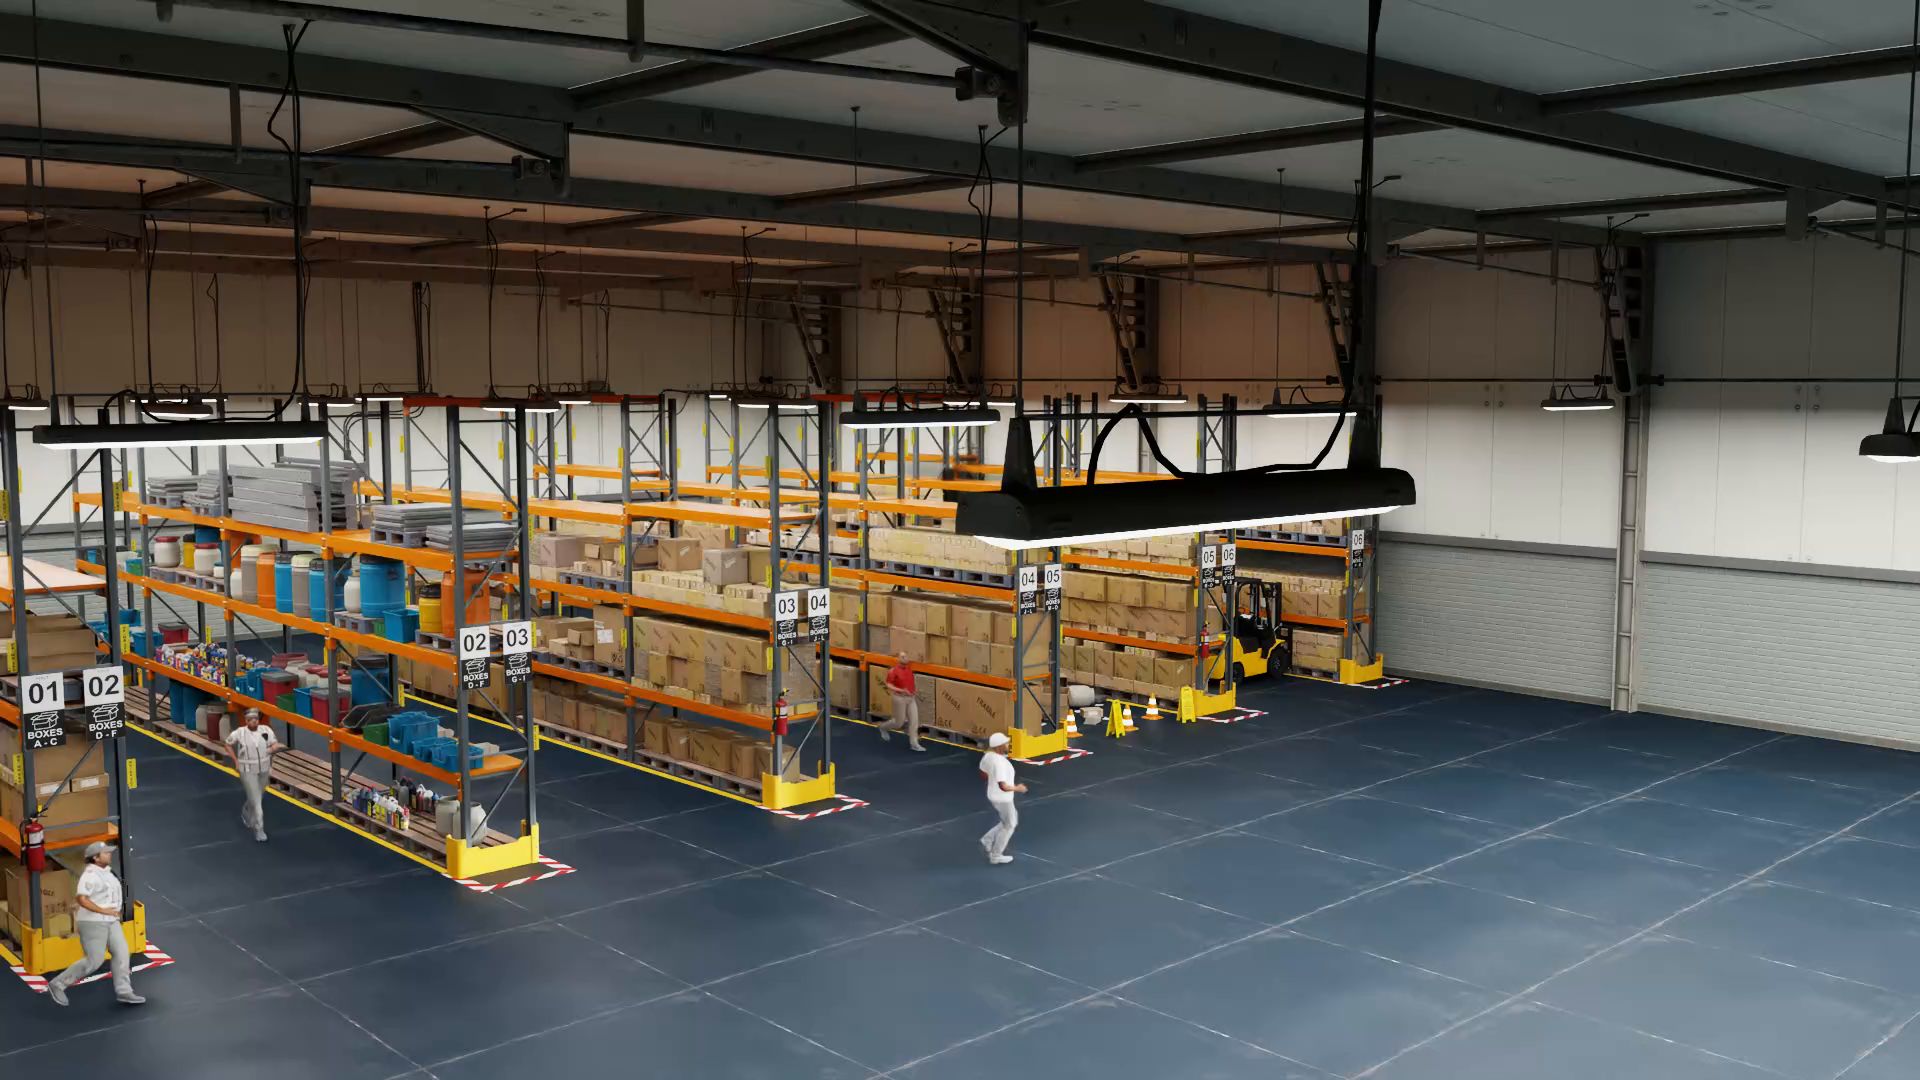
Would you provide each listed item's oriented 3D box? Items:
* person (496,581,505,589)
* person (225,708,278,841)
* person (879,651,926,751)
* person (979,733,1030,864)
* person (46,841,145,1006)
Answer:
[{"bbox_3d":[-10.570,1.794,38.065,0.752,1.720,0.876,-1,6,-11],"label":"person"},{"bbox_3d":[-9.805,3.216,23.145,0.865,1.831,0.636,5,7,42],"label":"person"},{"bbox_3d":[-0.965,2.736,28.415,0.992,1.693,0.658,5,8,44],"label":"person"},{"bbox_3d":[0.569,3.366,21.758,0.589,1.720,0.692,-1,6,-14],"label":"person"},{"bbox_3d":[-8.738,3.883,16.904,0.901,1.630,0.685,-1,6,-7],"label":"person"}]
